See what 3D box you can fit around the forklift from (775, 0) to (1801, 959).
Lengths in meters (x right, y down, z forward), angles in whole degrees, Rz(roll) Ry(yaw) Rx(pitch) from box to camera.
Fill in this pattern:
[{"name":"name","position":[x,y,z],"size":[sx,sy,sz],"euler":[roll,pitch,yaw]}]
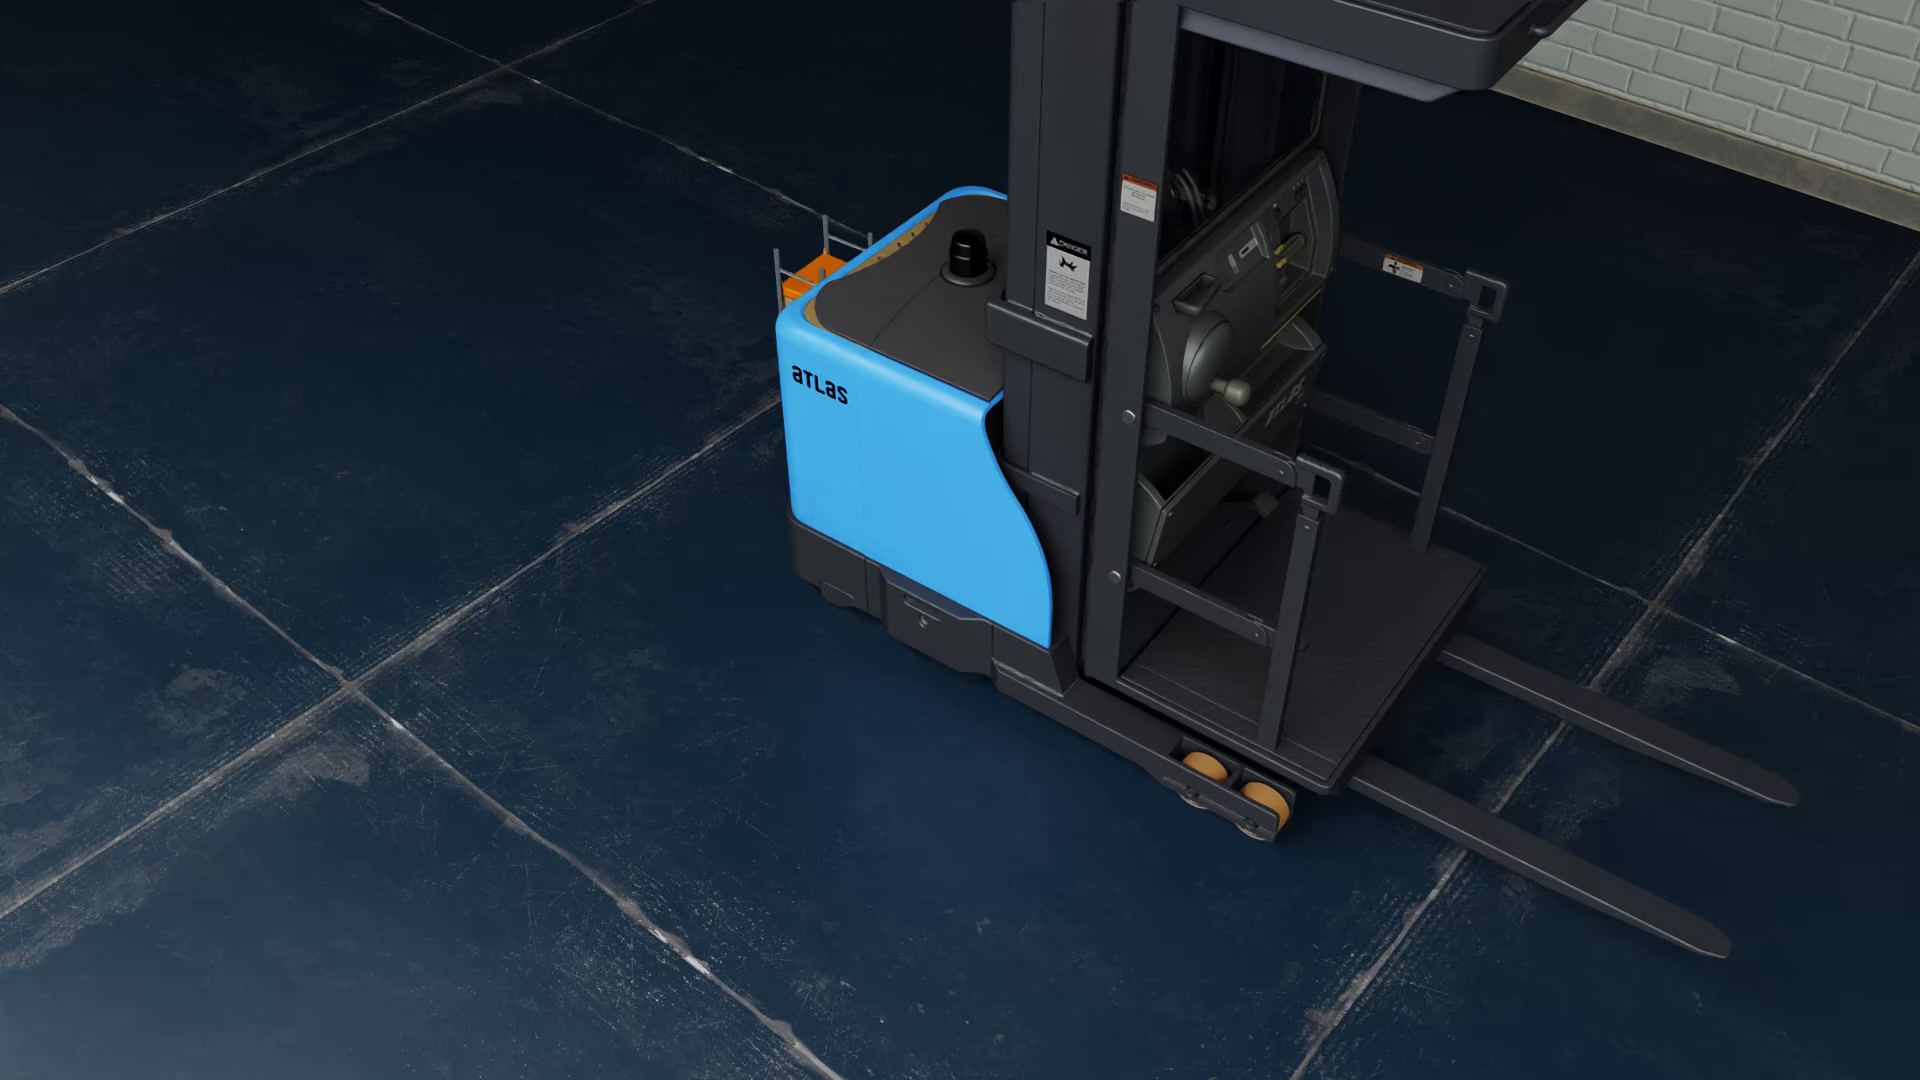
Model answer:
[{"name":"forklift","position":[0.928,-0.631,4.265],"size":[3.031,2.935,1.130],"euler":[26,48,26]}]

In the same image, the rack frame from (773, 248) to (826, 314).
[{"name":"rack frame","position":[-0.499,-0.483,5.501],"size":[0.200,1.050,0.008],"euler":[25,48,25]}]

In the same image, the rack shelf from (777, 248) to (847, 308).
[{"name":"rack shelf","position":[-0.428,-0.752,5.391],"size":[0.215,0.259,0.240],"euler":[25,48,25]}]

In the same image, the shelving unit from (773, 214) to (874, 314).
[{"name":"shelving unit","position":[-0.428,-0.550,5.575],"size":[0.215,1.050,0.252],"euler":[25,48,25]}]

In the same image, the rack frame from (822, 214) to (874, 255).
[{"name":"rack frame","position":[-0.358,-0.617,5.648],"size":[0.200,1.050,0.008],"euler":[25,48,25]}]
